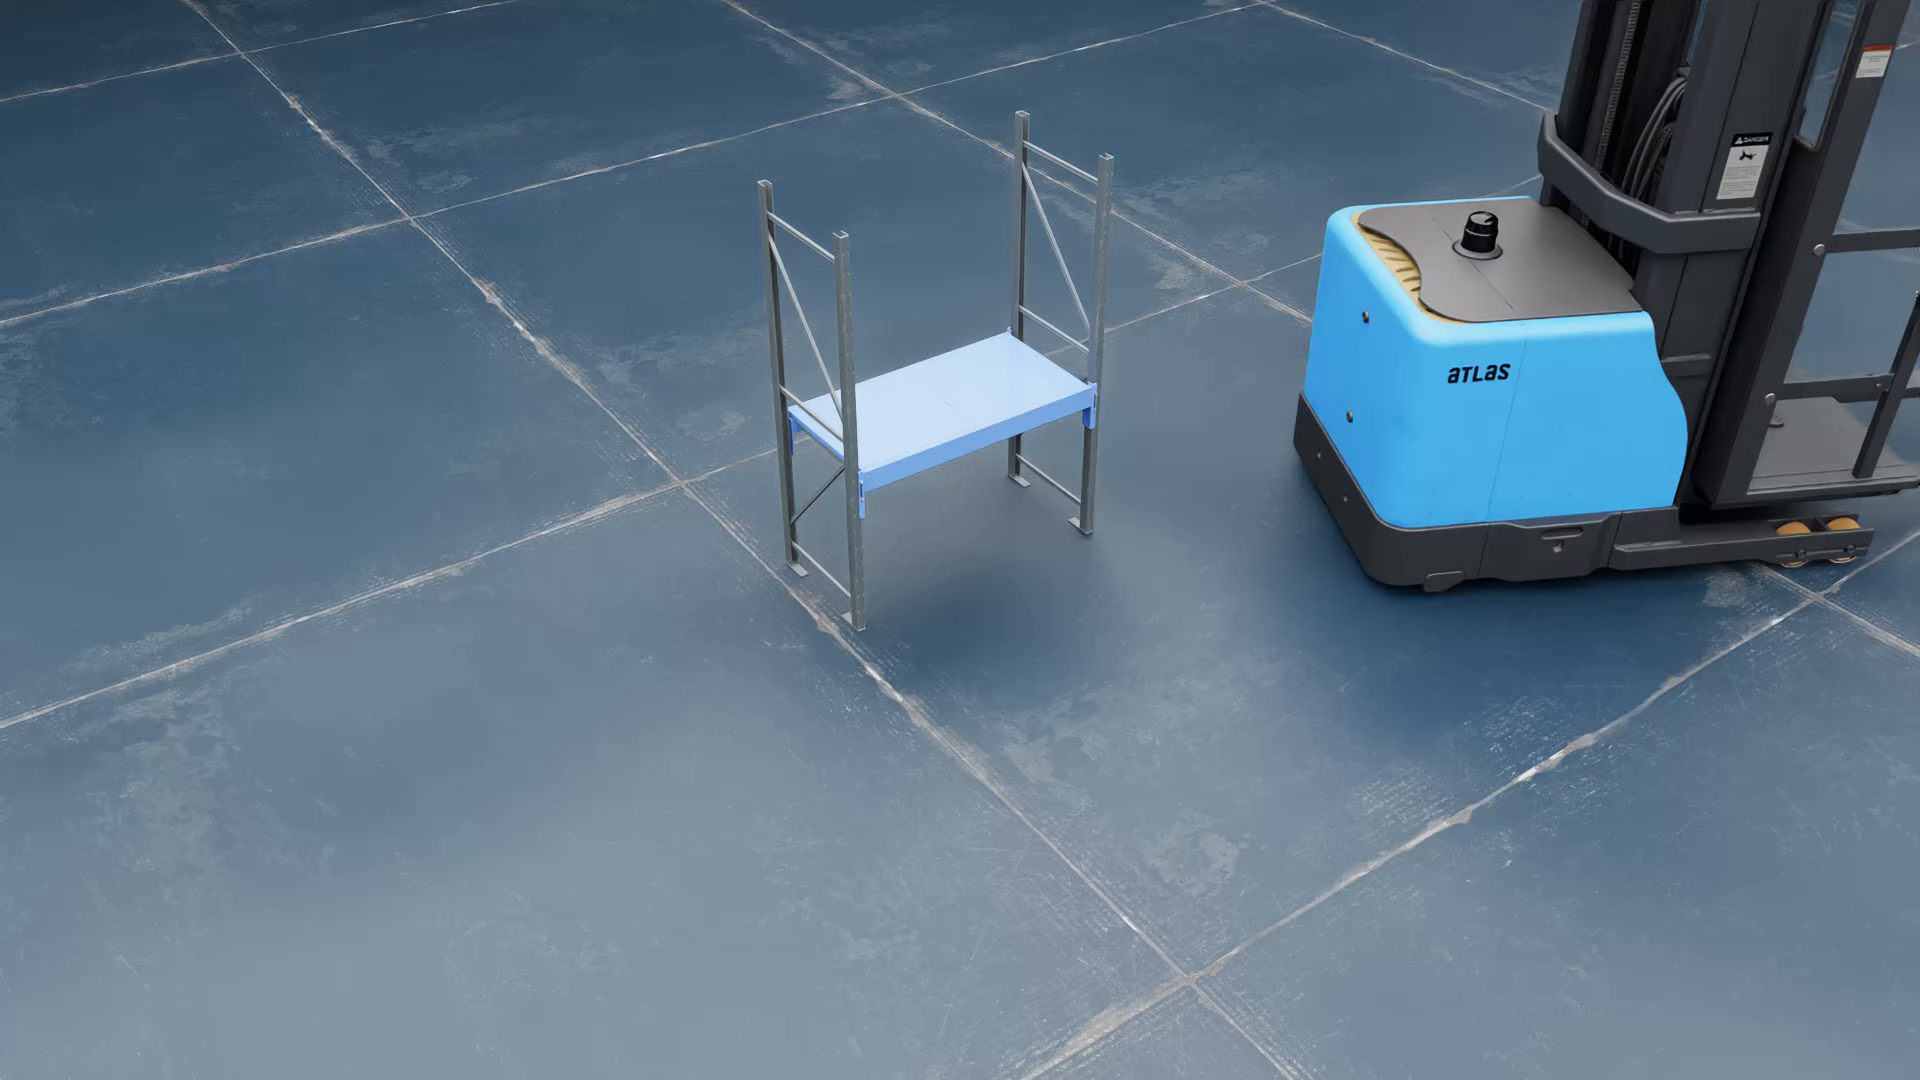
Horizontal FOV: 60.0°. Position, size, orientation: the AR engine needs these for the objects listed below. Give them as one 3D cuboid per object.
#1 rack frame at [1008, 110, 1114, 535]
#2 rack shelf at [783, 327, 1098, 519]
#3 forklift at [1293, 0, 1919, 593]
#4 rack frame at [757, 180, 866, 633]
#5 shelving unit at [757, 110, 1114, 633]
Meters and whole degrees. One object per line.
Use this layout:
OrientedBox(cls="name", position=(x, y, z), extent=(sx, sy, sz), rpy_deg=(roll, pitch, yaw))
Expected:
OrientedBox(cls="rack frame", position=(0.346, -0.751, 6.010), extent=(0.032, 1.500, 0.500), rpy_deg=(-22, 41, -28))
OrientedBox(cls="rack shelf", position=(-0.070, -0.434, 5.877), extent=(1.000, 0.185, 0.538), rpy_deg=(-22, 41, -28))
OrientedBox(cls="forklift", position=(2.894, -1.390, 5.672), extent=(3.031, 2.935, 1.130), rpy_deg=(-5, 36, -7))
OrientedBox(cls="rack frame", position=(-0.485, -0.409, 5.534), extent=(0.032, 1.500, 0.500), rpy_deg=(-22, 41, -28))
OrientedBox(cls="shelving unit", position=(-0.070, -0.580, 5.772), extent=(1.048, 1.500, 0.538), rpy_deg=(-22, 41, -28))
